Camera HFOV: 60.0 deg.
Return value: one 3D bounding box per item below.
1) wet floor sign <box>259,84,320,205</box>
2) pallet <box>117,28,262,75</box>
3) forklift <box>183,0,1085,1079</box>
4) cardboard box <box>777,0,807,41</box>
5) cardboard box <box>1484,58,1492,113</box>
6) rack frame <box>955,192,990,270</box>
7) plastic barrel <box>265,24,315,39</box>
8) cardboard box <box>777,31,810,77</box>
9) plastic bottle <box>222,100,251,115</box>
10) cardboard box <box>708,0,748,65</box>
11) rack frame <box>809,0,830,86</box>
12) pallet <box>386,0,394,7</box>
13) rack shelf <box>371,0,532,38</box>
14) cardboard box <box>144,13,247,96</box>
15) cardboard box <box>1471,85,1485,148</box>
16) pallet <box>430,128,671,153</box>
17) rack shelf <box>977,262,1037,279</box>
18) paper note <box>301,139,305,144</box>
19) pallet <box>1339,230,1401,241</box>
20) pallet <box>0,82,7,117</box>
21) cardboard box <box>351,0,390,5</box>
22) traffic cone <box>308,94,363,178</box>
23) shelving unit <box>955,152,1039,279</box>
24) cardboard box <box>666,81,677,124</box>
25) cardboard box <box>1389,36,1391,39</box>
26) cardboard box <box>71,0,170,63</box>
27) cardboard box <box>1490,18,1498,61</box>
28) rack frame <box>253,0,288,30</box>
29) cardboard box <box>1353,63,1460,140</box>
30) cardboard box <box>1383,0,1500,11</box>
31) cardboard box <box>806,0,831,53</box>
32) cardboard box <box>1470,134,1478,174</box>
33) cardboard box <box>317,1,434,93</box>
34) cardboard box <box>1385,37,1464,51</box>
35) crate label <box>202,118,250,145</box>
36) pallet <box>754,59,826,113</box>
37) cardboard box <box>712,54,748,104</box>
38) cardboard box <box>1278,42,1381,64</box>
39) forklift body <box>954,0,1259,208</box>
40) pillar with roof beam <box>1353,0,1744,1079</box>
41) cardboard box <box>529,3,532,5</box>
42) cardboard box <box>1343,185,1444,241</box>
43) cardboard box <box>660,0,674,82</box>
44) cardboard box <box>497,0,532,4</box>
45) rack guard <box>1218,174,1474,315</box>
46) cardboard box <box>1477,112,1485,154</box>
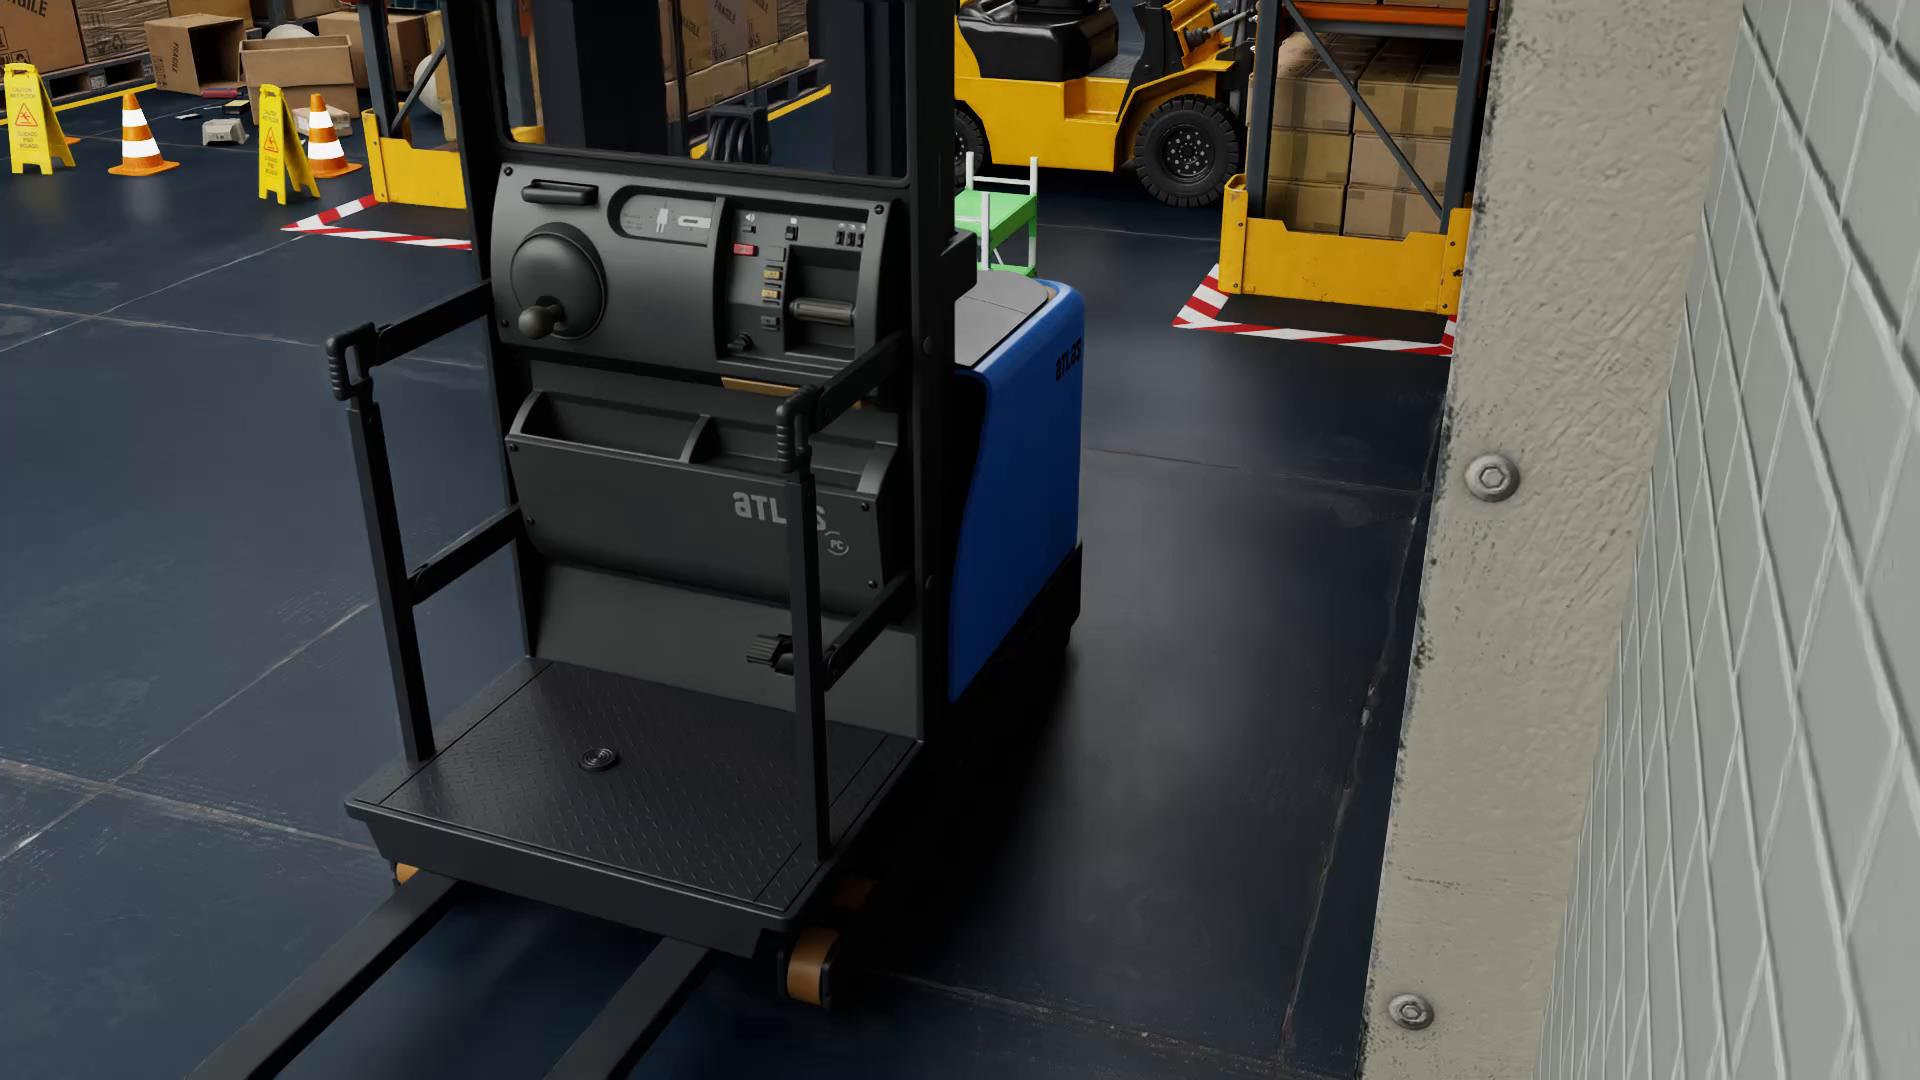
[{"bbox_3d":[-3.902,-2.286,9.546,0.267,0.644,0.232,20,32,35],"label":"wet floor sign"},{"bbox_3d":[-6.527,-4.032,13.652,1.003,0.211,1.213,9,27,17],"label":"pallet"},{"bbox_3d":[-0.657,-0.540,3.317,1.130,2.935,3.031,10,28,19],"label":"forklift"},{"bbox_3d":[-1.442,-3.919,12.031,0.500,0.500,0.500,8,27,17],"label":"cardboard box"},{"bbox_3d":[2.889,-2.719,9.839,0.500,0.250,0.500,9,27,17],"label":"cardboard box"},{"bbox_3d":[-0.026,-0.508,5.238,0.240,1.200,0.015,9,27,17],"label":"rack frame"},{"bbox_3d":[-5.131,-3.740,12.805,0.421,0.421,0.512,-14,29,-27],"label":"plastic barrel"},{"bbox_3d":[-1.442,-3.581,12.195,0.500,0.250,0.500,10,28,20],"label":"cardboard box"},{"bbox_3d":[-5.165,-3.106,11.911,0.133,0.061,0.283,0,26,-1],"label":"plastic bottle"},{"bbox_3d":[-1.779,-3.500,11.165,0.500,0.500,0.500,10,28,20],"label":"cardboard box"},{"bbox_3d":[-1.499,-4.912,12.269,1.000,3.000,0.127,9,27,17],"label":"rack frame"},{"bbox_3d":[-5.610,-5.164,15.990,1.003,0.211,1.213,9,27,17],"label":"pallet"},{"bbox_3d":[-2.164,-3.766,10.728,1.077,0.370,4.000,9,27,17],"label":"rack shelf"},{"bbox_3d":[-5.749,-3.678,12.585,0.500,0.500,0.500,14,29,26],"label":"cardboard box"},{"bbox_3d":[2.544,-2.307,8.989,0.500,0.250,0.500,9,27,19],"label":"cardboard box"},{"bbox_3d":[-2.501,-2.373,10.225,1.003,0.211,1.213,9,27,17],"label":"pallet"},{"bbox_3d":[0.055,-0.767,5.369,0.258,0.148,0.480,9,27,17],"label":"rack shelf"},{"bbox_3d":[-4.392,-2.609,10.920,0.148,0.019,0.142,0,26,-1],"label":"paper note"},{"bbox_3d":[2.067,-1.615,8.660,1.003,0.211,1.213,9,27,17],"label":"pallet"},{"bbox_3d":[-7.339,-3.029,11.581,1.003,0.211,1.213,9,27,17],"label":"pallet"},{"bbox_3d":[-5.754,-5.429,15.436,1.050,0.750,0.750,9,27,17],"label":"cardboard box"},{"bbox_3d":[-3.903,-2.490,10.178,0.336,0.463,0.334,9,27,17],"label":"traffic cone"},{"bbox_3d":[0.055,-0.608,5.445,0.258,1.200,0.503,9,27,17],"label":"shelving unit"},{"bbox_3d":[-2.124,-2.720,10.415,0.500,0.250,0.500,10,27,19],"label":"cardboard box"},{"bbox_3d":[2.210,-2.812,9.459,0.500,0.250,0.500,8,27,16],"label":"cardboard box"},{"bbox_3d":[-6.772,-4.202,12.758,0.875,0.875,0.875,9,27,18],"label":"cardboard box"},{"bbox_3d":[2.867,-2.948,9.740,0.500,0.250,0.500,9,27,18],"label":"cardboard box"},{"bbox_3d":[-6.200,-5.588,13.666,1.000,3.000,0.127,9,27,17],"label":"rack frame"},{"bbox_3d":[2.191,-2.121,8.032,0.500,0.250,0.500,8,27,17],"label":"cardboard box"},{"bbox_3d":[2.279,-2.758,7.706,0.500,0.500,0.500,10,27,19],"label":"cardboard box"},{"bbox_3d":[-1.326,-4.134,13.196,0.950,0.372,0.625,9,27,18],"label":"cardboard box"},{"bbox_3d":[2.552,-2.088,9.111,0.500,0.250,0.500,8,27,17],"label":"cardboard box"},{"bbox_3d":[-4.329,-3.680,12.434,0.797,0.637,0.503,9,27,17],"label":"cardboard box"},{"bbox_3d":[2.530,-2.531,8.878,0.500,0.250,0.500,9,27,17],"label":"cardboard box"},{"bbox_3d":[-4.860,-2.697,10.979,0.250,0.136,0.298,-5,26,-9],"label":"crate label"},{"bbox_3d":[-1.689,-3.376,12.296,1.003,0.211,1.213,9,27,17],"label":"pallet"},{"bbox_3d":[-1.783,-3.153,11.309,0.500,0.250,0.500,9,27,18],"label":"cardboard box"},{"bbox_3d":[1.876,-2.396,8.600,0.500,0.250,0.500,9,27,18],"label":"cardboard box"},{"bbox_3d":[0.763,-3.212,9.732,2.313,2.155,1.214,9,27,17],"label":"forklift body"},{"bbox_3d":[-3.122,-3.564,2.601,9.100,9.000,0.400,9,27,17],"label":"pillar with roof beam"},{"bbox_3d":[-2.639,-3.139,10.421,0.500,0.500,0.500,10,28,19],"label":"cardboard box"},{"bbox_3d":[2.200,-1.675,8.257,0.500,0.250,0.500,9,27,18],"label":"cardboard box"},{"bbox_3d":[-2.123,-3.074,10.286,0.500,0.500,0.500,8,27,16],"label":"cardboard box"},{"bbox_3d":[-2.750,-3.377,10.167,0.380,0.149,0.250,10,27,19],"label":"cardboard box"},{"bbox_3d":[1.844,-1.415,7.915,1.175,0.500,0.348,9,27,17],"label":"rack guard"},{"bbox_3d":[2.877,-2.502,9.965,0.500,0.250,0.500,9,27,18],"label":"cardboard box"}]
